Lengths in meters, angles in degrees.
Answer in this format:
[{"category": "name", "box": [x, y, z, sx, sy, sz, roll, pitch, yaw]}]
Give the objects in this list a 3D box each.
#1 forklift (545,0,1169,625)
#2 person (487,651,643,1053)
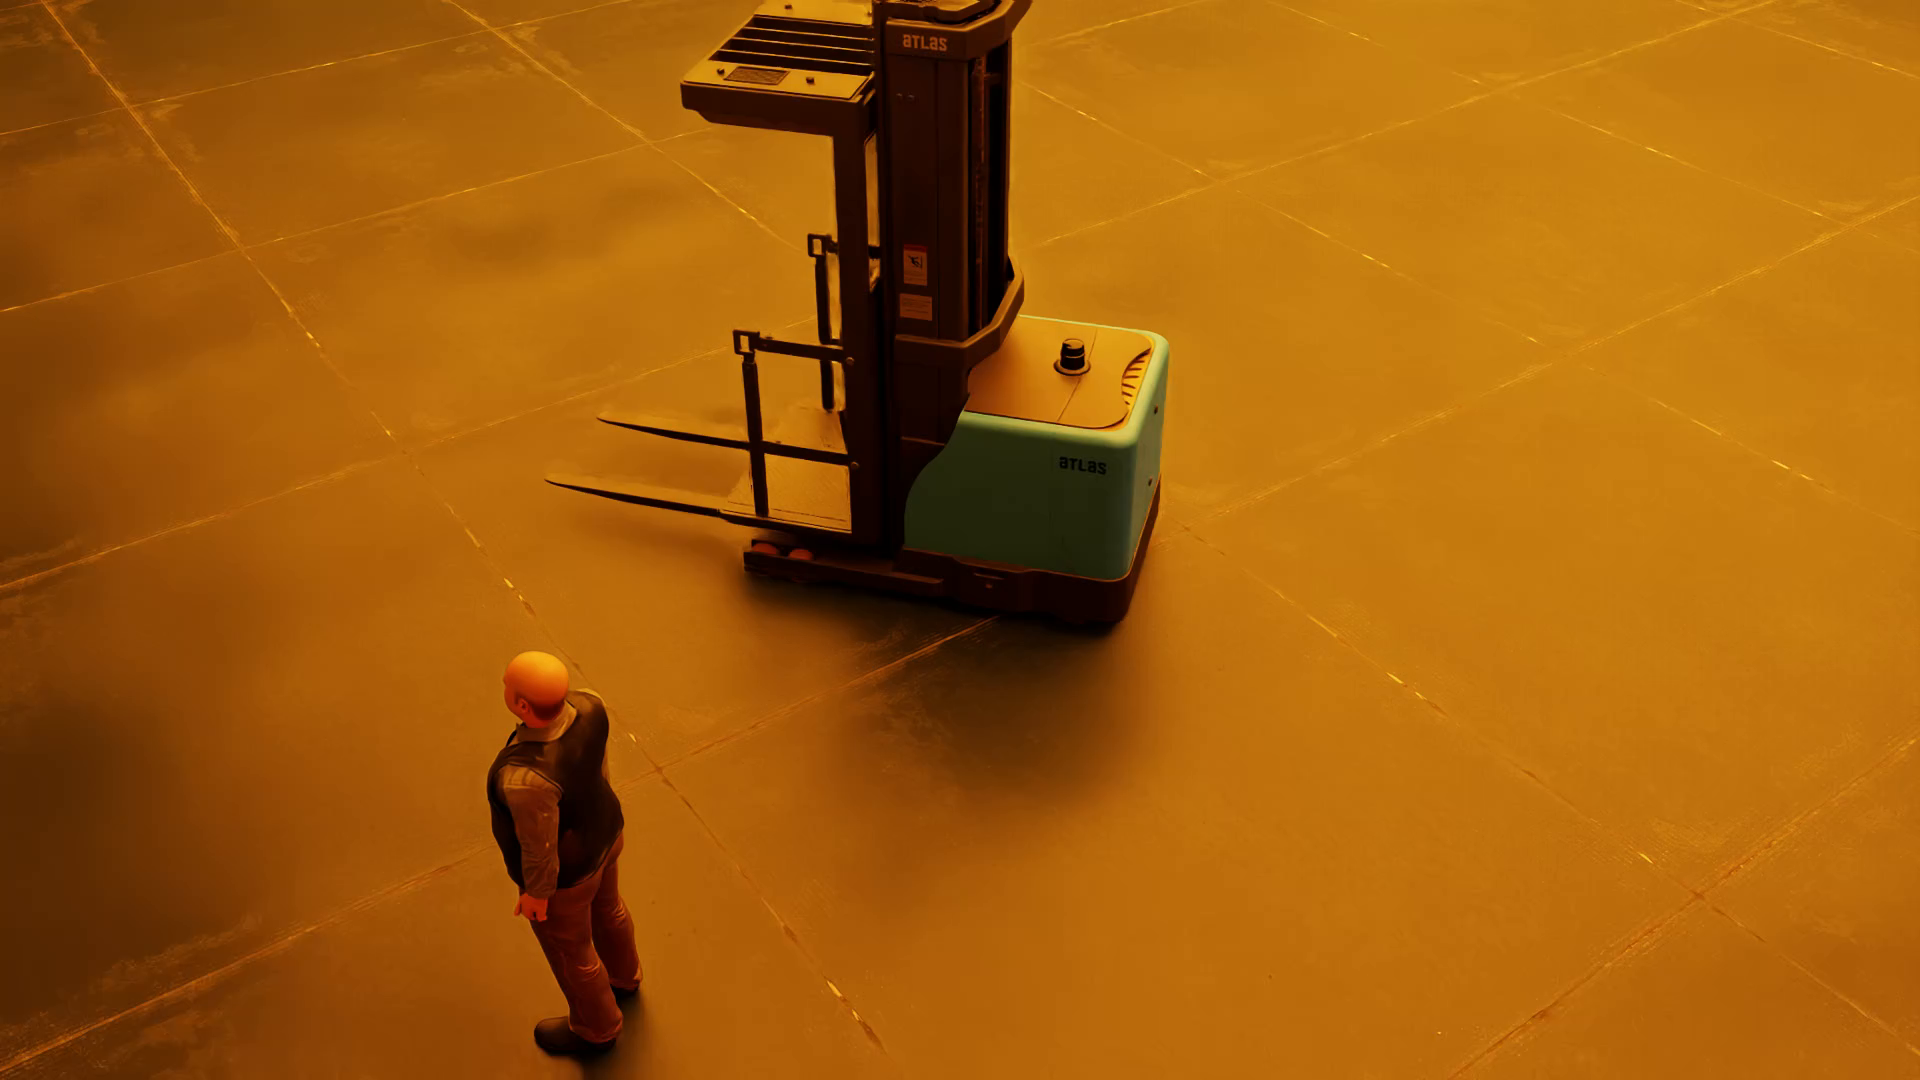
[{"category": "forklift", "box": [-0.564, -1.260, 7.649, 3.031, 2.935, 1.130, 9, 37, 12]}, {"category": "person", "box": [-1.329, 1.046, 5.549, 0.374, 1.724, 0.525, 9, 37, 12]}]
